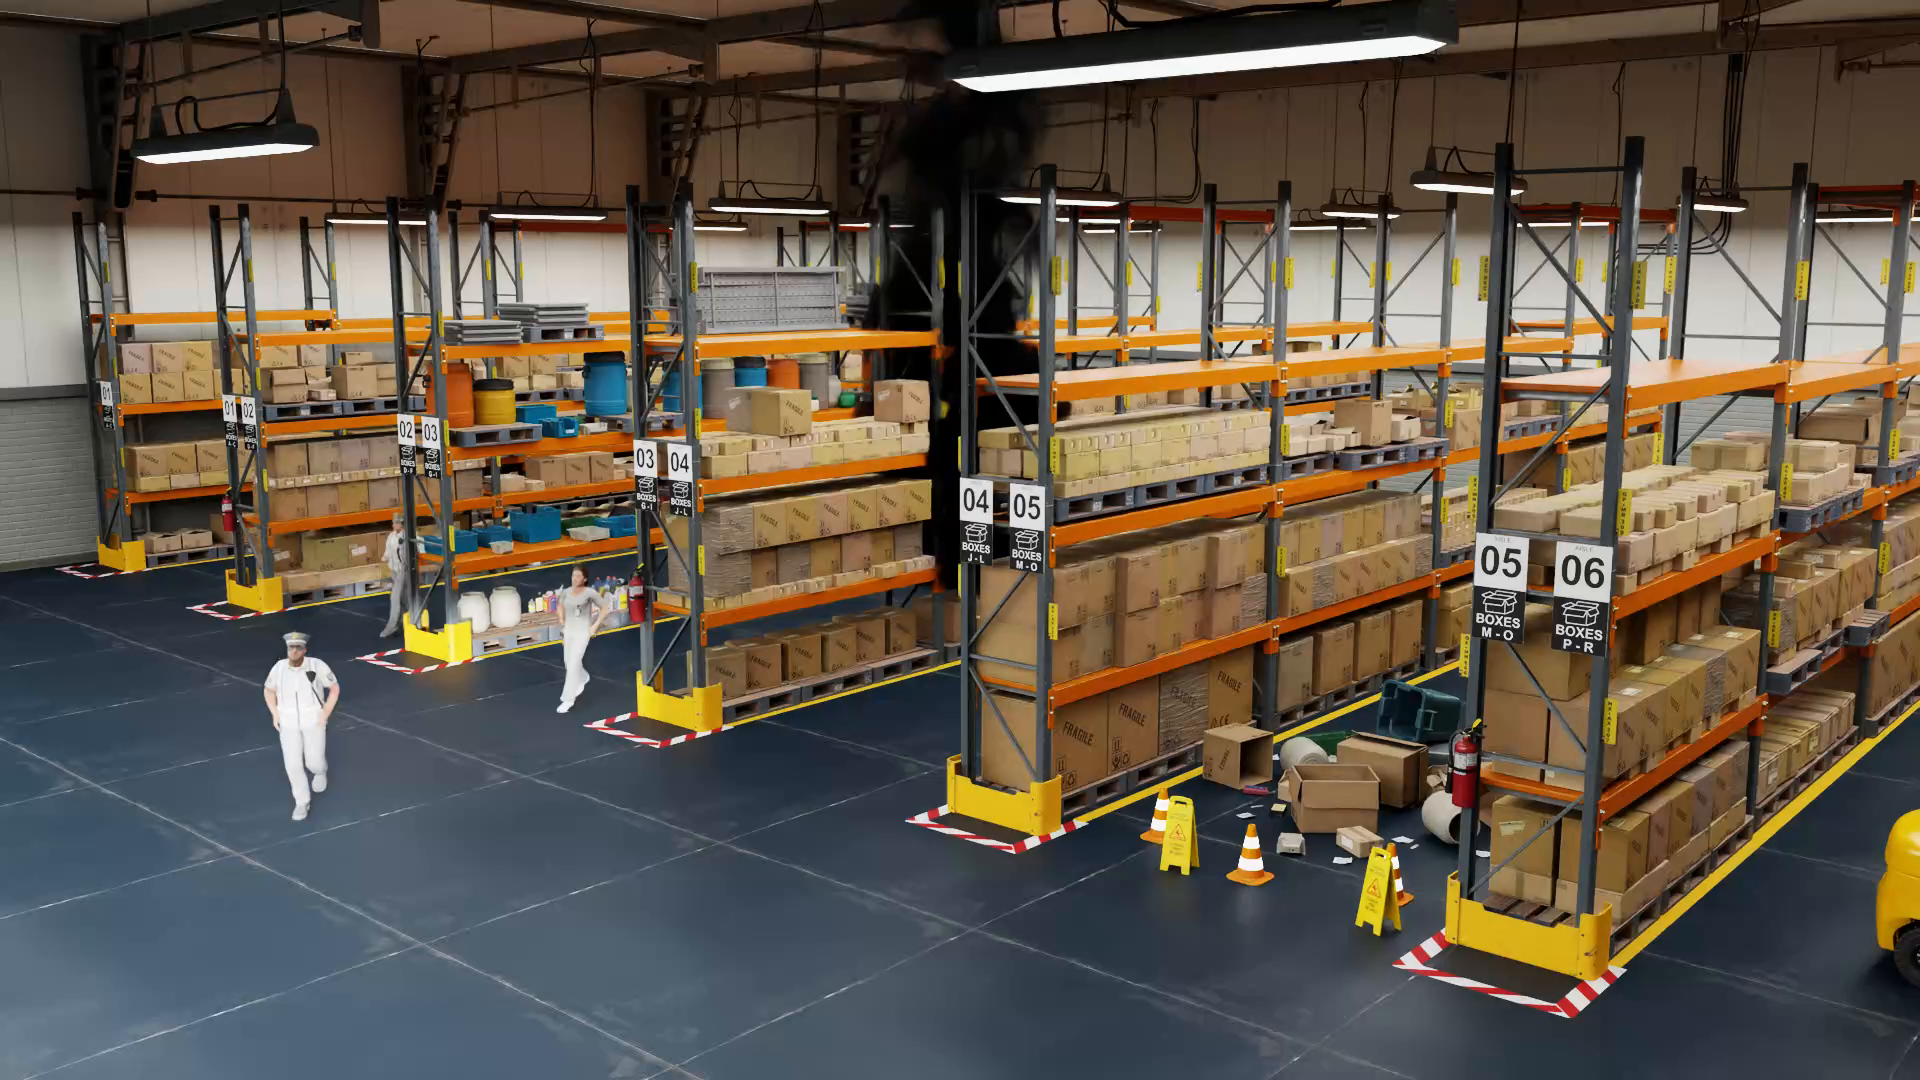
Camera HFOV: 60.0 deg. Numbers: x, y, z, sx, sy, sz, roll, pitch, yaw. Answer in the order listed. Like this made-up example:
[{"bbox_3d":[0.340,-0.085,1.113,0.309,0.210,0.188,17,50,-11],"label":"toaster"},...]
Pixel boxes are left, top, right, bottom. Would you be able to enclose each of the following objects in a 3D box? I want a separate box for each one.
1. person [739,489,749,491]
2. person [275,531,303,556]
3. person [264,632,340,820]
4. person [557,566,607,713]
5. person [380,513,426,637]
[{"bbox_3d":[-3.662,-0.399,28.554,0.601,1.733,0.827,7,12,36],"label":"person"},{"bbox_3d":[-11.032,-0.207,27.359,0.567,1.661,0.933,7,11,34],"label":"person"},{"bbox_3d":[-6.248,1.706,15.820,0.683,1.755,0.752,-3,10,-15],"label":"person"},{"bbox_3d":[-4.452,1.121,19.499,0.594,1.674,0.850,3,10,19],"label":"person"},{"bbox_3d":[-7.828,0.452,23.353,0.637,1.718,0.843,6,11,32],"label":"person"}]
